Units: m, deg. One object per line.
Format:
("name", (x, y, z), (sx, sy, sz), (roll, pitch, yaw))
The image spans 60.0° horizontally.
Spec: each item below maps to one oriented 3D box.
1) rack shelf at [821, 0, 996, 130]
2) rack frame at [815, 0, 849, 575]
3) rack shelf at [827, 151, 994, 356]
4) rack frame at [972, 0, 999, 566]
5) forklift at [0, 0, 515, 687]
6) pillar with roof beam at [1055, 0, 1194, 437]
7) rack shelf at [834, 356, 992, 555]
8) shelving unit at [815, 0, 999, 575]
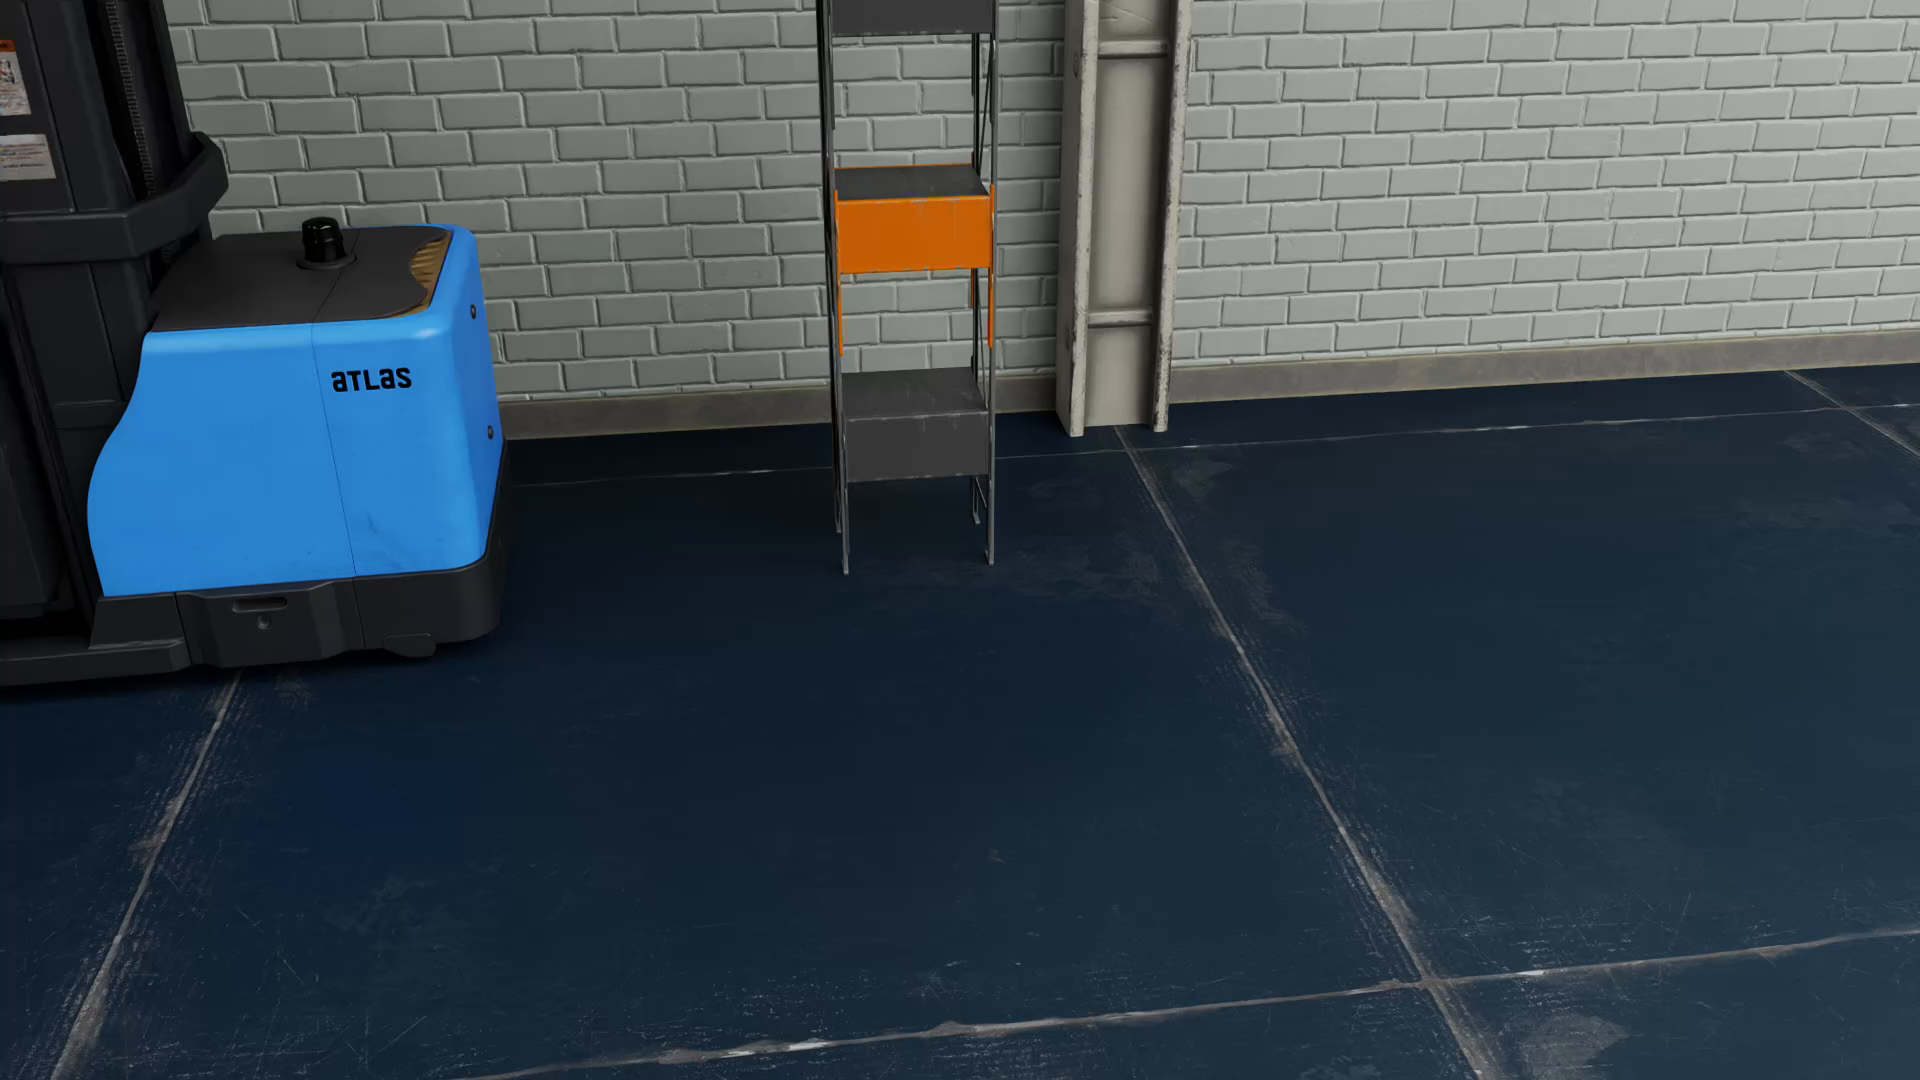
("rack shelf", (-0.164, -1.534, 4.937), (0.480, 0.518, 0.431), (-4, 27, -7))
("rack frame", (-0.406, -0.908, 5.220), (0.015, 2.100, 0.400), (-4, 27, -7))
("rack shelf", (-0.164, -0.912, 5.256), (0.480, 0.518, 0.431), (-4, 27, -7))
("rack frame", (0.078, -0.939, 5.280), (0.015, 2.100, 0.400), (-4, 27, -7))
("forklift", (-2.980, -1.058, 4.601), (3.031, 2.935, 1.130), (-5, 28, -9))
("pillar with roof beam", (1.204, -2.547, 0.856), (0.400, 9.000, 9.100), (-4, 27, -7))
("rack shelf", (-0.164, -0.289, 5.576), (0.480, 0.518, 0.431), (-4, 27, -7))
("shelving unit", (-0.164, -0.924, 5.250), (0.503, 2.100, 0.431), (-4, 27, -7))
